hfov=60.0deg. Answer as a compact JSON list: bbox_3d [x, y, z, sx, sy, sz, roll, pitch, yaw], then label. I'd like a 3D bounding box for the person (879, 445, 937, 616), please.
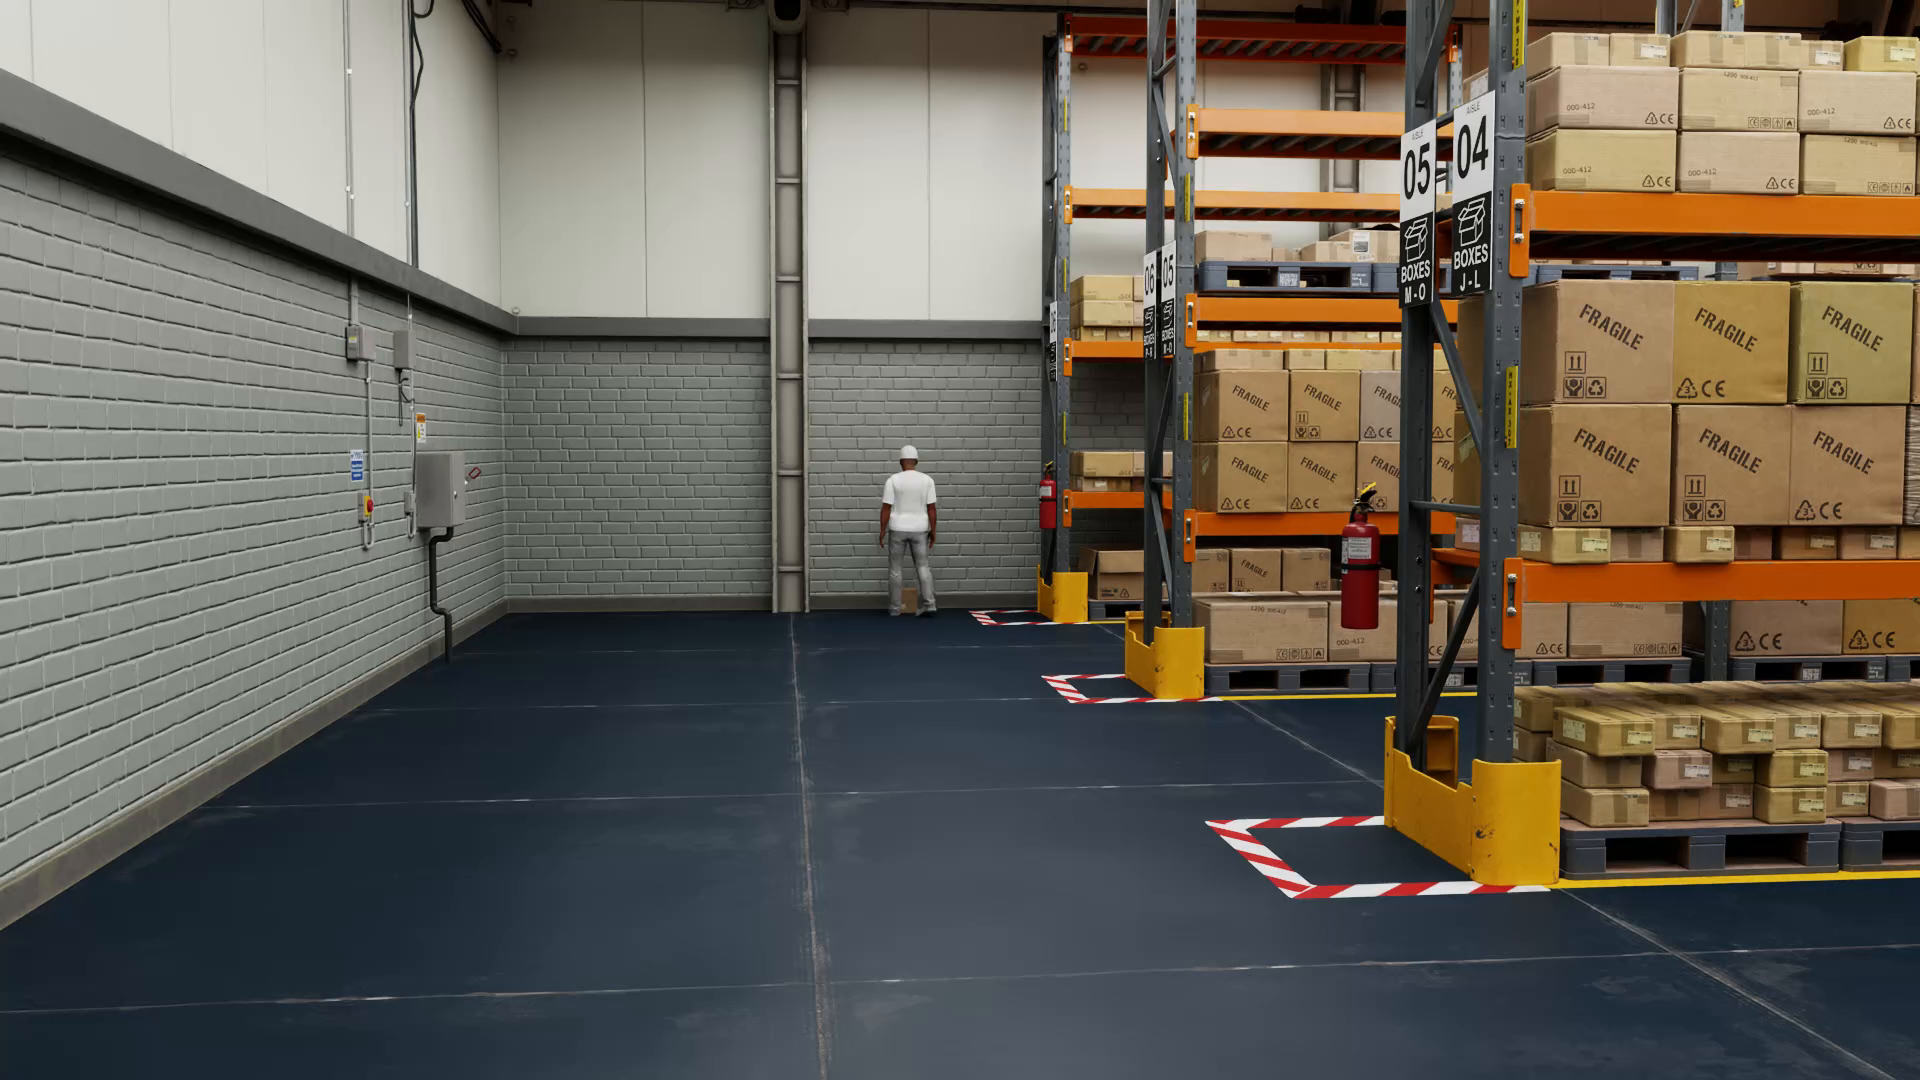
[{"bbox_3d":[-0.549,-0.096,17.180,0.590,1.768,0.549,-1,3,-12],"label":"person"}]
